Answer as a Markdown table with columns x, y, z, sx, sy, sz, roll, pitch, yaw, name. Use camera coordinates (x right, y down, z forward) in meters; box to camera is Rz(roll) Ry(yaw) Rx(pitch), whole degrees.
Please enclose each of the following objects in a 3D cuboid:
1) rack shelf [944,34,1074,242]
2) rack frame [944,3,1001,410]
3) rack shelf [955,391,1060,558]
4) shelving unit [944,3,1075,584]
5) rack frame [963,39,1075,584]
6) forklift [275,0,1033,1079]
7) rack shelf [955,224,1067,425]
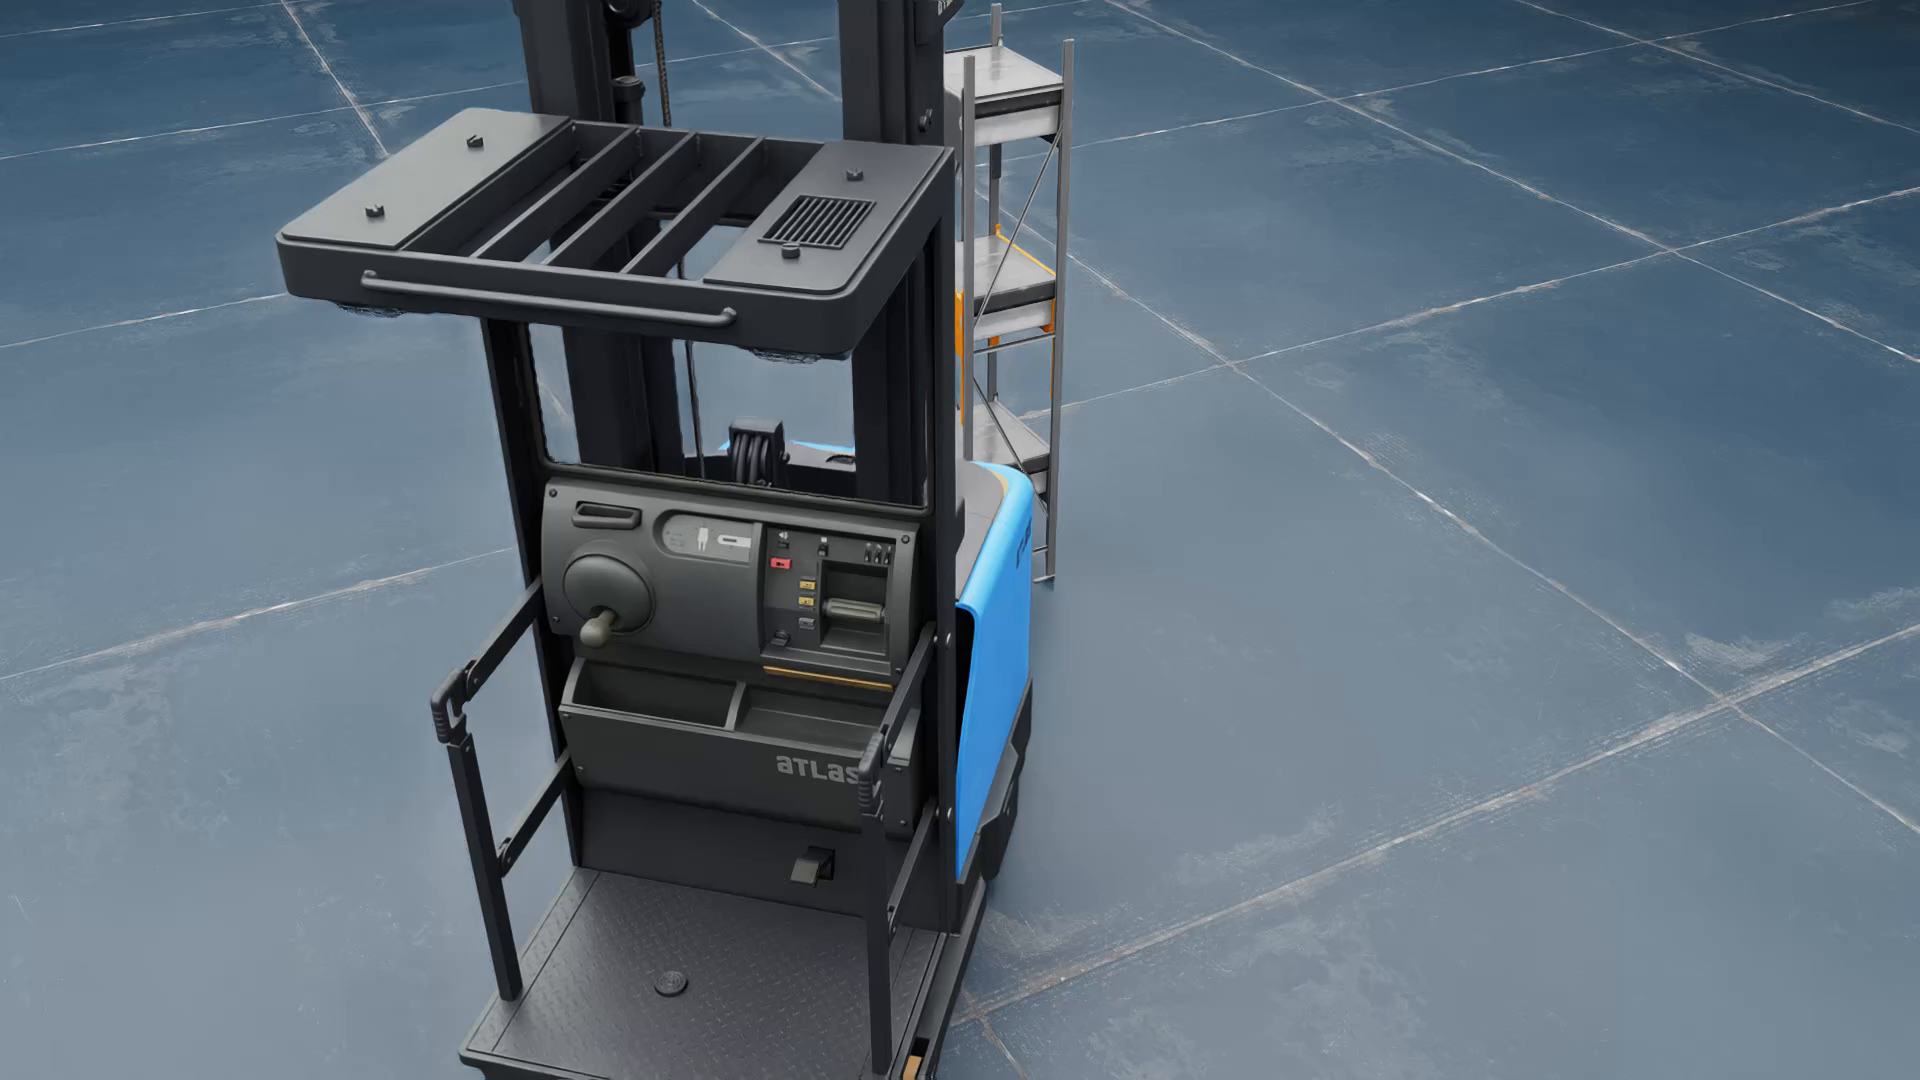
| x | y | z | sx | sy | sz | roll | pitch | yaw | name |
| --- | --- | --- | --- | --- | --- | --- | --- | --- | --- |
| 0.077 | -1.383 | 5.690 | 0.431 | 0.518 | 0.480 | -16 | 36 | -23 | rack shelf |
| -0.037 | -0.922 | 6.242 | 0.400 | 2.100 | 0.015 | -16 | 36 | -23 | rack frame |
| 0.077 | -0.204 | 6.445 | 0.431 | 0.518 | 0.480 | -16 | 36 | -23 | rack shelf |
| 0.077 | -0.805 | 6.060 | 0.431 | 2.100 | 0.503 | -16 | 36 | -23 | shelving unit |
| 0.191 | -0.689 | 5.879 | 0.400 | 2.100 | 0.015 | -16 | 36 | -23 | rack frame |
| -0.608 | 0.156 | 3.790 | 1.130 | 2.935 | 3.031 | 7 | 33 | 12 | forklift |
| 0.077 | -0.794 | 6.068 | 0.431 | 0.518 | 0.480 | -16 | 36 | -23 | rack shelf |
